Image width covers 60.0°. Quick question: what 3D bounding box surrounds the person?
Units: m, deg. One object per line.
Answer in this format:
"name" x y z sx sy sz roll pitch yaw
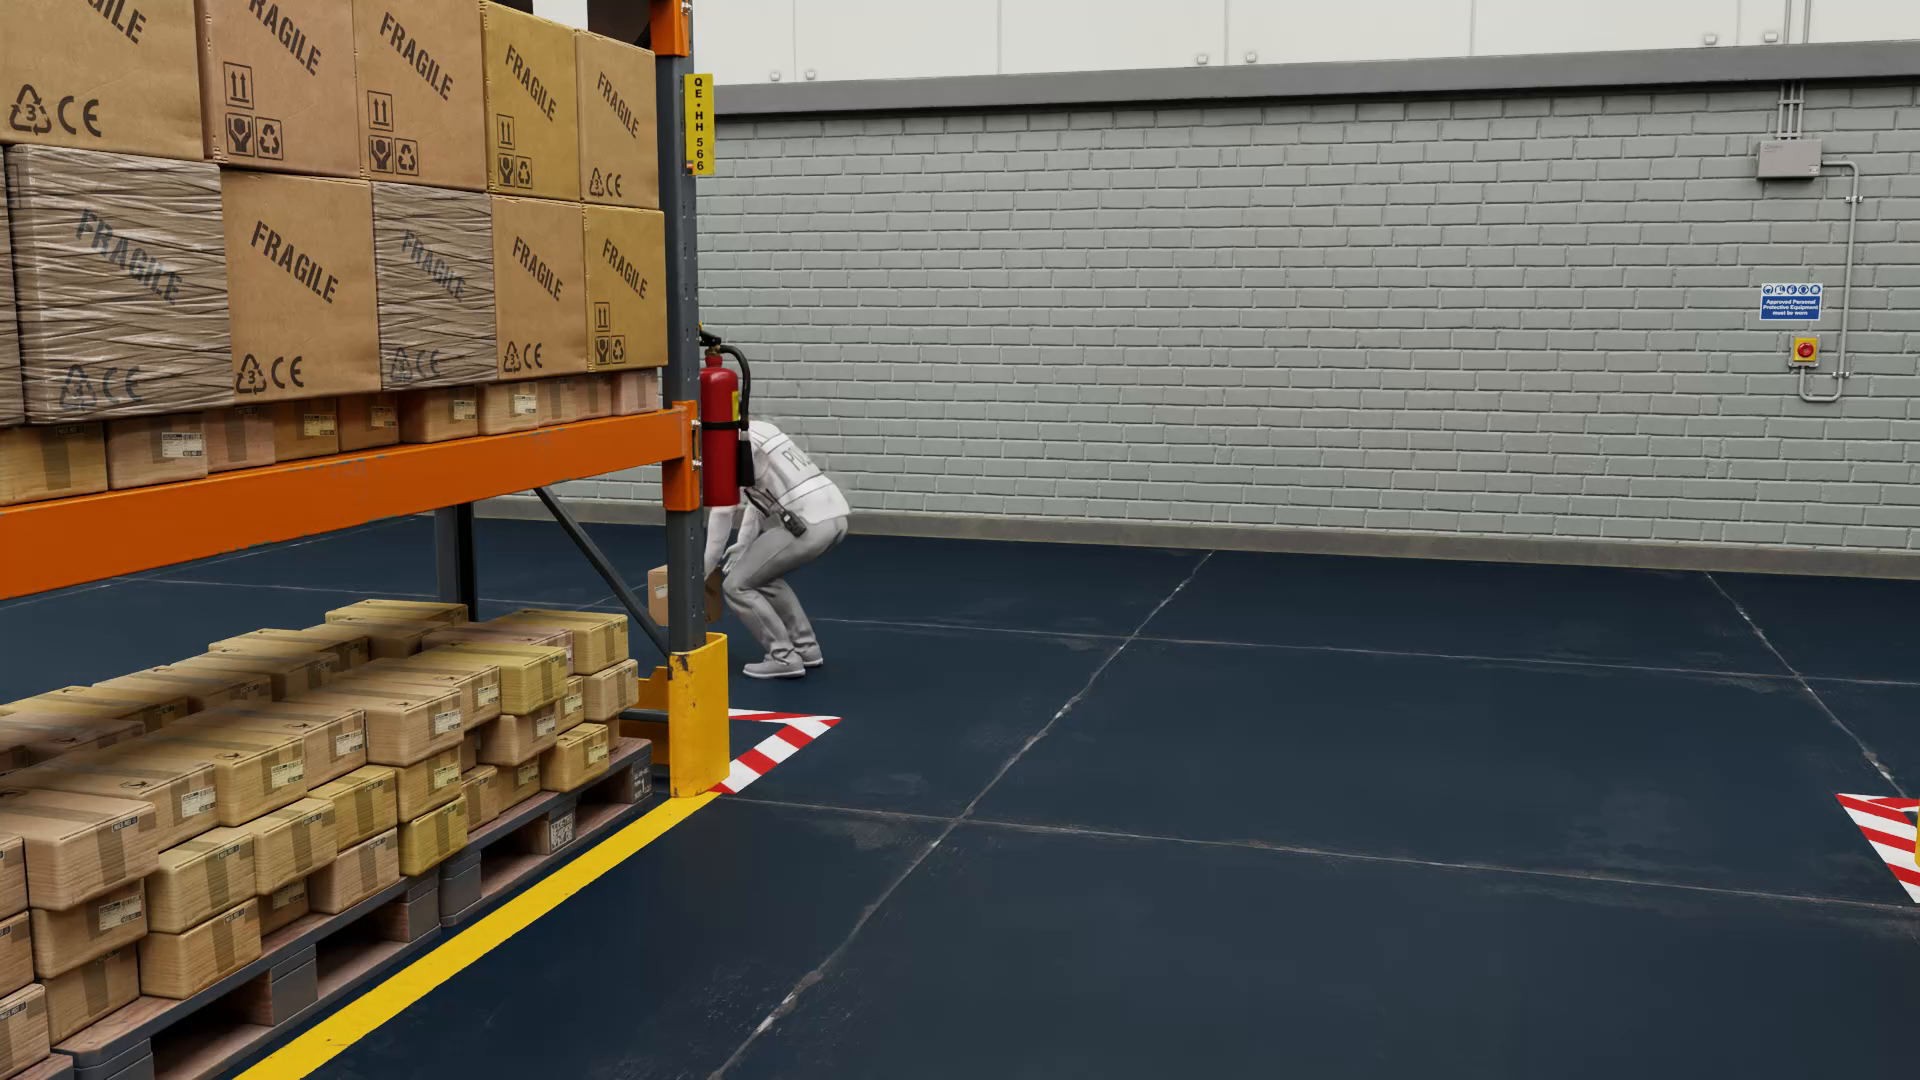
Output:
"person" -0.880 -0.042 7.406 0.749 1.294 0.534 2 9 16
